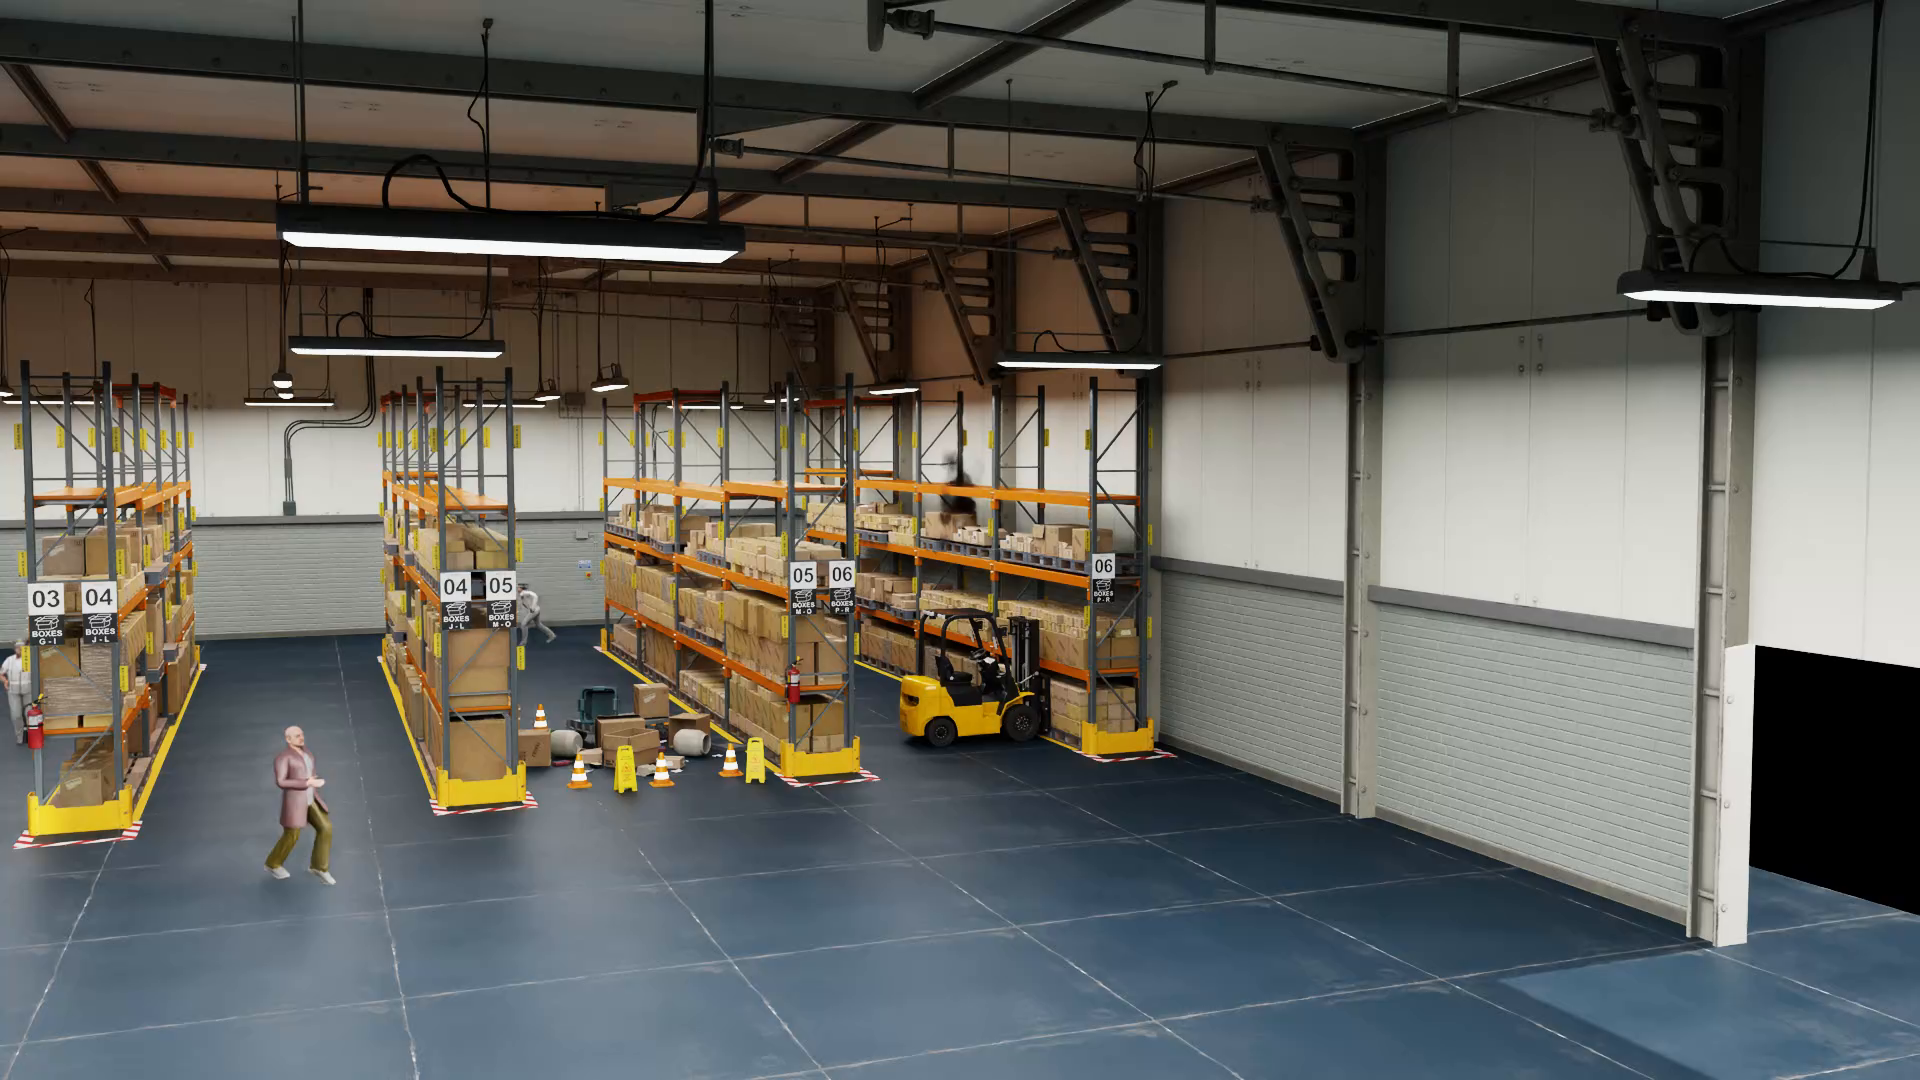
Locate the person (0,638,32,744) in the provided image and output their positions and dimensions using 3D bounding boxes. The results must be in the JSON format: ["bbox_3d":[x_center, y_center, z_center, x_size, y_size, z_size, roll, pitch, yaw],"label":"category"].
[{"bbox_3d":[-15.474,2.482,27.426,0.659,1.732,0.622,-2,4,-24],"label":"person"}]

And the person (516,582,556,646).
[{"bbox_3d":[-10.267,1.812,40.244,0.952,1.627,0.657,-1,4,-23],"label":"person"}]

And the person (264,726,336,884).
[{"bbox_3d":[-7.481,3.004,18.783,0.858,1.830,0.712,1,4,21],"label":"person"}]
